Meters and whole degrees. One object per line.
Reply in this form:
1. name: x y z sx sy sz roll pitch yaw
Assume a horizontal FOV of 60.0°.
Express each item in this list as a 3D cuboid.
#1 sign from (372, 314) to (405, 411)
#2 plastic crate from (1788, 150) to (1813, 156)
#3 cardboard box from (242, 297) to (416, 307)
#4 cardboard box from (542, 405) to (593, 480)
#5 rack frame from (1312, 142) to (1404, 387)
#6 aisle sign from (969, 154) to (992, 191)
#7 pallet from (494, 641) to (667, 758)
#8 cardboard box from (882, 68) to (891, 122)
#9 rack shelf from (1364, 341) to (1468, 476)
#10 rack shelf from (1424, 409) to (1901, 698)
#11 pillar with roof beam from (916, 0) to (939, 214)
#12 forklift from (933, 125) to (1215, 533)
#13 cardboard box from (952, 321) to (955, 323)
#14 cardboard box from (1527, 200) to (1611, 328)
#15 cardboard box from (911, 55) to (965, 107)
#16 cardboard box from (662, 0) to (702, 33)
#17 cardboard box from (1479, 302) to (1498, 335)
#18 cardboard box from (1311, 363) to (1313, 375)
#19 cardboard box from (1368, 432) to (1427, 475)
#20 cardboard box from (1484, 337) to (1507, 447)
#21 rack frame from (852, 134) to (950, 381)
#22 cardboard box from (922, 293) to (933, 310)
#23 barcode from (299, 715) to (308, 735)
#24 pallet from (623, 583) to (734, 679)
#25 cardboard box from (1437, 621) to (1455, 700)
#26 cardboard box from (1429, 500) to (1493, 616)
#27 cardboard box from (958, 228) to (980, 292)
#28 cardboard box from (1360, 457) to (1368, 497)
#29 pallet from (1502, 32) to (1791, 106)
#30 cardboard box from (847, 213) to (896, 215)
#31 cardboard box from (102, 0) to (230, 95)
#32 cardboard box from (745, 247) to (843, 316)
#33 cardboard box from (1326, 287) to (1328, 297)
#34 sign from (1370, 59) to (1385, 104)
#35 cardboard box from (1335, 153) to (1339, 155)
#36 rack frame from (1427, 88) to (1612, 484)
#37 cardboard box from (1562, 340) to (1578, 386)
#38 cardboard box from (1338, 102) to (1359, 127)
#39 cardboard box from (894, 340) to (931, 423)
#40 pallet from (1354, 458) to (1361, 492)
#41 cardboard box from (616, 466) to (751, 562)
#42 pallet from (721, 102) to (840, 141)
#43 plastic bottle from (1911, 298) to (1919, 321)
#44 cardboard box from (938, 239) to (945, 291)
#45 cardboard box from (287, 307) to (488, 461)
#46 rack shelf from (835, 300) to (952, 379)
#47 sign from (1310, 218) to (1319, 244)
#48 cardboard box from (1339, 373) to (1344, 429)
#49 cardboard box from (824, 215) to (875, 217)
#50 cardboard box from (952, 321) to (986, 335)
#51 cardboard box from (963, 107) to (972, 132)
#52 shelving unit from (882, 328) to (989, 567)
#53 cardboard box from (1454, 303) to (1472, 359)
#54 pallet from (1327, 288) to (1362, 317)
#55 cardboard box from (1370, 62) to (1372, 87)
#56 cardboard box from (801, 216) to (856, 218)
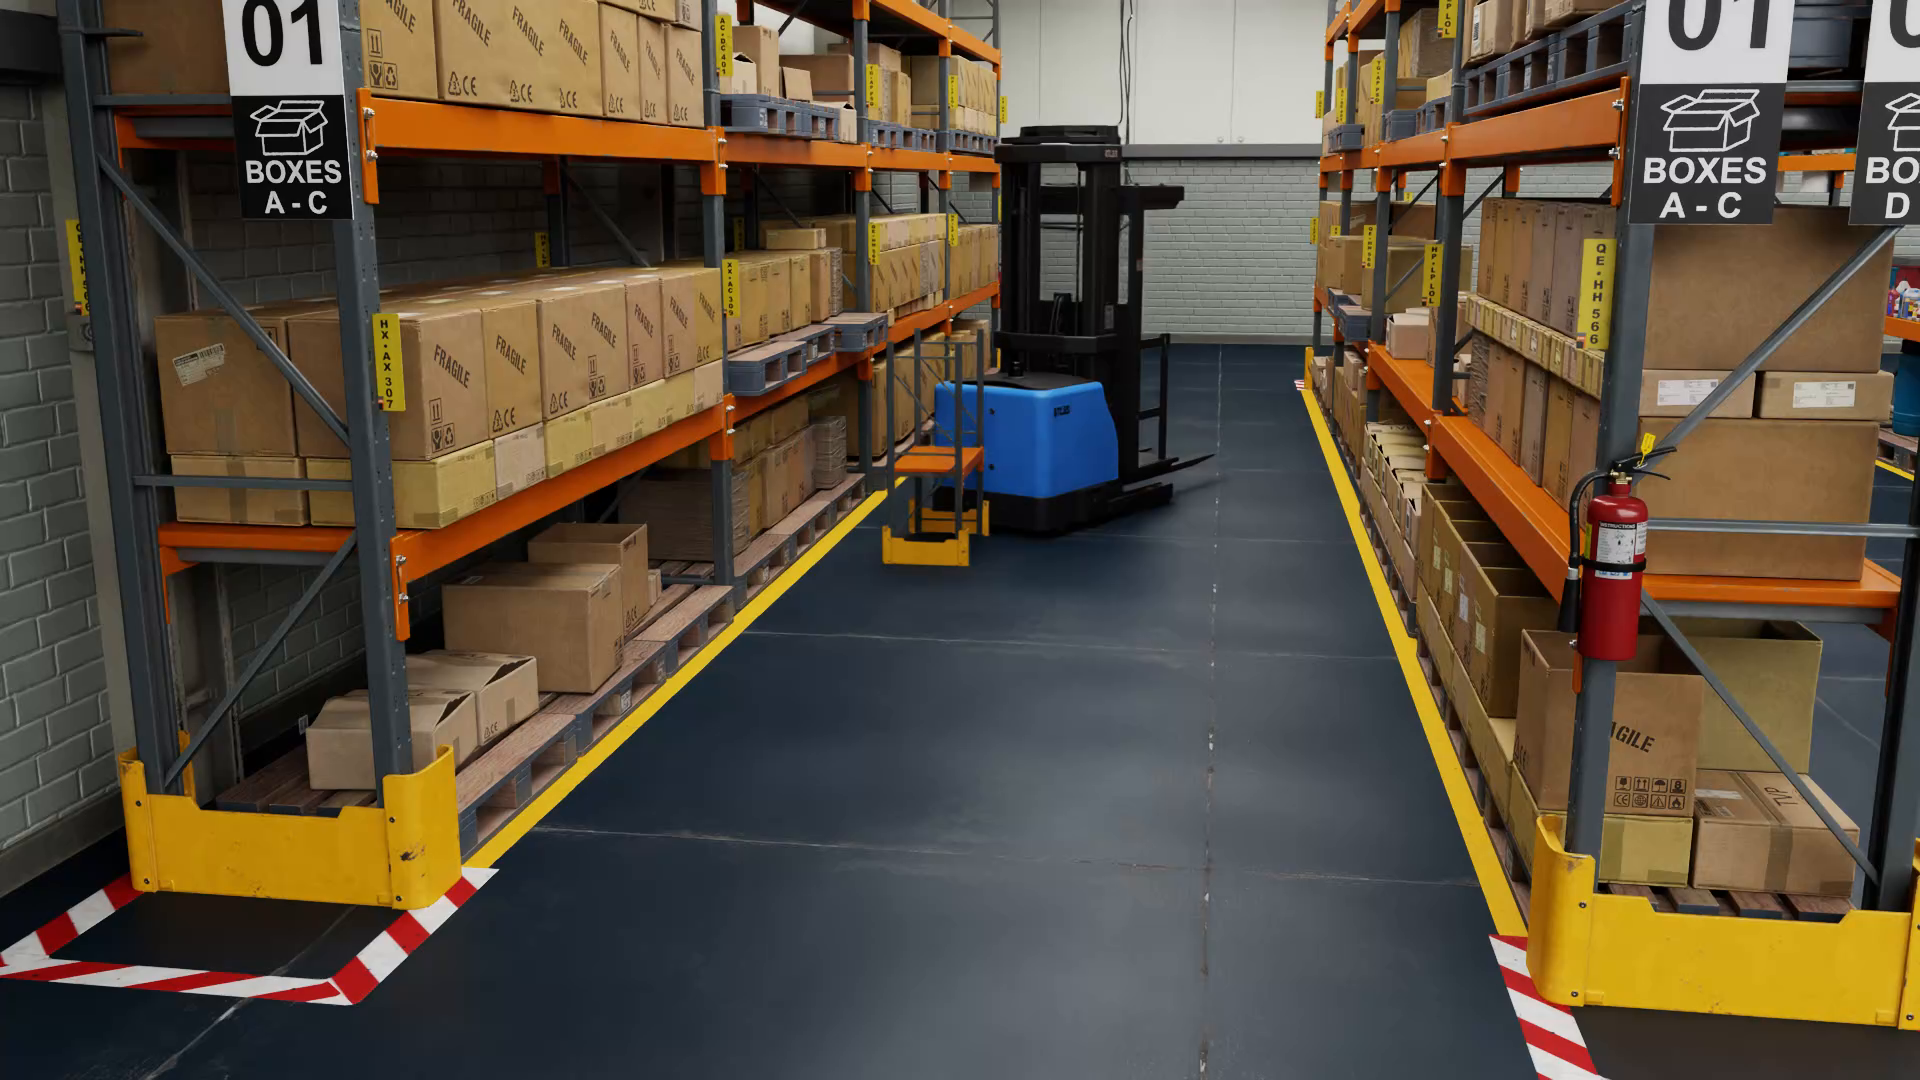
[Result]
1. sign: -1.922 -0.596 5.585 0.100 0.325 0.005 2 12 9
2. plastic crate: 9.286 -4.327 17.979 0.504 0.338 0.767 2 12 9
3. cardboard box: -2.508 -0.703 6.664 0.500 0.500 0.500 2 12 9
4. cardboard box: -1.919 -0.433 7.190 0.500 0.250 0.500 2 12 8
5. rack frame: 4.898 -3.361 20.471 1.000 3.000 0.127 2 12 9
6. aisle sign: 0.311 -4.797 20.963 0.394 0.787 0.004 2 12 9
7. pallet: -2.096 0.736 8.079 1.003 0.211 1.213 2 12 9
8. cardboard box: -1.018 -4.019 15.120 0.700 0.500 0.500 2 12 9
9. rack shelf: 3.360 -0.928 10.888 1.077 0.370 4.000 2 12 9
10. rack shelf: 2.745 -0.095 7.024 1.077 0.370 4.000 2 12 9
11. pillar with roof beam: 3.817 -6.904 22.671 9.100 9.000 0.400 2 12 9
12. forklift: 1.057 -1.742 13.121 1.130 2.935 3.031 9 15 34
13. cardboard box: -0.261 -2.600 20.333 0.380 0.149 0.250 2 12 9
14. cardboard box: 2.759 -1.141 6.849 0.700 0.500 0.500 2 12 9
15. cardboard box: -0.225 -4.842 17.561 0.500 0.500 0.500 2 12 8
16. cardboard box: -1.652 -2.924 8.662 0.500 0.500 0.500 1 12 4
17. cardboard box: 2.744 -1.074 8.078 0.380 0.149 0.250 2 12 7
18. cardboard box: 4.456 -2.063 20.129 0.380 0.166 0.250 2 12 9
19. cardboard box: 3.225 -0.622 11.960 0.500 0.311 0.500 2 12 7
20. cardboard box: 2.916 -0.710 7.929 0.700 0.500 0.500 2 12 8
21. rack frame: -0.612 -2.689 17.348 1.000 3.000 0.127 2 12 9
22. cardboard box: -0.467 -2.333 16.249 0.380 0.149 0.250 2 12 9
23. barcode: -2.655 0.747 6.726 0.001 0.075 0.075 2 12 9
24. pallet: -1.911 0.481 9.261 1.003 0.211 1.213 2 12 9
25. cardboard box: 2.518 0.570 7.759 0.500 0.250 0.500 2 12 9
26. cardboard box: 2.603 0.100 8.161 0.500 0.500 0.500 2 12 9
27. cardboard box: -0.293 -3.251 19.247 0.980 0.700 0.700 1 12 6
28. cardboard box: 3.297 -0.458 12.527 0.500 0.250 0.500 2 12 8
29. pallet: 2.757 -1.855 6.570 1.003 0.211 1.213 2 12 9
30. cardboard box: -0.940 -3.172 16.820 0.500 0.250 0.500 2 12 10
31. cardboard box: -2.644 -1.811 5.870 0.500 0.500 0.500 3 12 13
32. cardboard box: -1.290 -2.022 12.972 0.700 0.500 0.500 0 12 2
33. cardboard box: 4.261 -2.904 18.113 0.500 0.500 0.500 2 12 10
34. sign: 3.132 -3.433 12.457 0.100 0.325 0.005 2 12 9
35. cardboard box: 4.183 -4.135 17.298 0.500 0.250 0.500 2 12 9
36. rack frame: 3.053 -0.863 8.880 1.000 3.000 0.127 2 12 9
37. cardboard box: 2.427 -0.643 6.078 0.380 0.149 0.250 2 12 9
38. cardboard box: 4.090 -4.276 16.765 0.500 0.250 0.500 2 12 9
39. cardboard box: -0.717 -1.518 16.024 0.750 0.750 0.750 2 12 10
40. pallet: 3.820 -0.487 13.753 1.003 0.211 1.213 2 12 9
41. cardboard box: -1.746 -0.170 10.552 0.700 0.500 0.500 2 12 11
42. pallet: -1.486 -2.739 10.907 1.213 0.211 1.003 2 12 9
43. plastic bottle: 8.613 -2.067 14.935 0.097 0.201 0.097 0 12 0
44. cardboard box: -0.434 -2.788 16.821 0.500 0.500 0.500 2 12 8
45. cardboard box: -2.087 -0.583 6.108 0.500 0.500 0.500 2 12 9
46. rack shelf: -0.920 -1.921 15.492 1.077 0.370 4.000 2 12 9
47. sign: 4.362 -3.802 20.461 0.100 0.325 0.005 2 12 9
48. cardboard box: 3.897 -1.318 15.877 0.500 0.500 0.500 2 12 9
49. cardboard box: -1.086 -2.958 15.829 0.500 0.250 0.500 1 12 7
50. cardboard box: 0.116 -2.587 20.273 0.380 0.149 0.250 2 12 10
51. cardboard box: -0.153 -4.577 18.111 0.500 0.250 0.500 2 12 7
52. shelving unit: -0.156 -0.674 11.562 0.587 1.500 1.083 2 12 9
53. cardboard box: 3.268 -1.181 10.118 0.500 0.500 0.500 3 12 13
54. pallet: 4.052 -2.272 15.872 1.003 0.211 1.213 2 12 9
55. cardboard box: 4.053 -4.056 15.102 0.600 0.600 0.600 2 12 8
56. cardboard box: -1.171 -2.850 15.326 0.500 0.250 0.500 2 12 7
